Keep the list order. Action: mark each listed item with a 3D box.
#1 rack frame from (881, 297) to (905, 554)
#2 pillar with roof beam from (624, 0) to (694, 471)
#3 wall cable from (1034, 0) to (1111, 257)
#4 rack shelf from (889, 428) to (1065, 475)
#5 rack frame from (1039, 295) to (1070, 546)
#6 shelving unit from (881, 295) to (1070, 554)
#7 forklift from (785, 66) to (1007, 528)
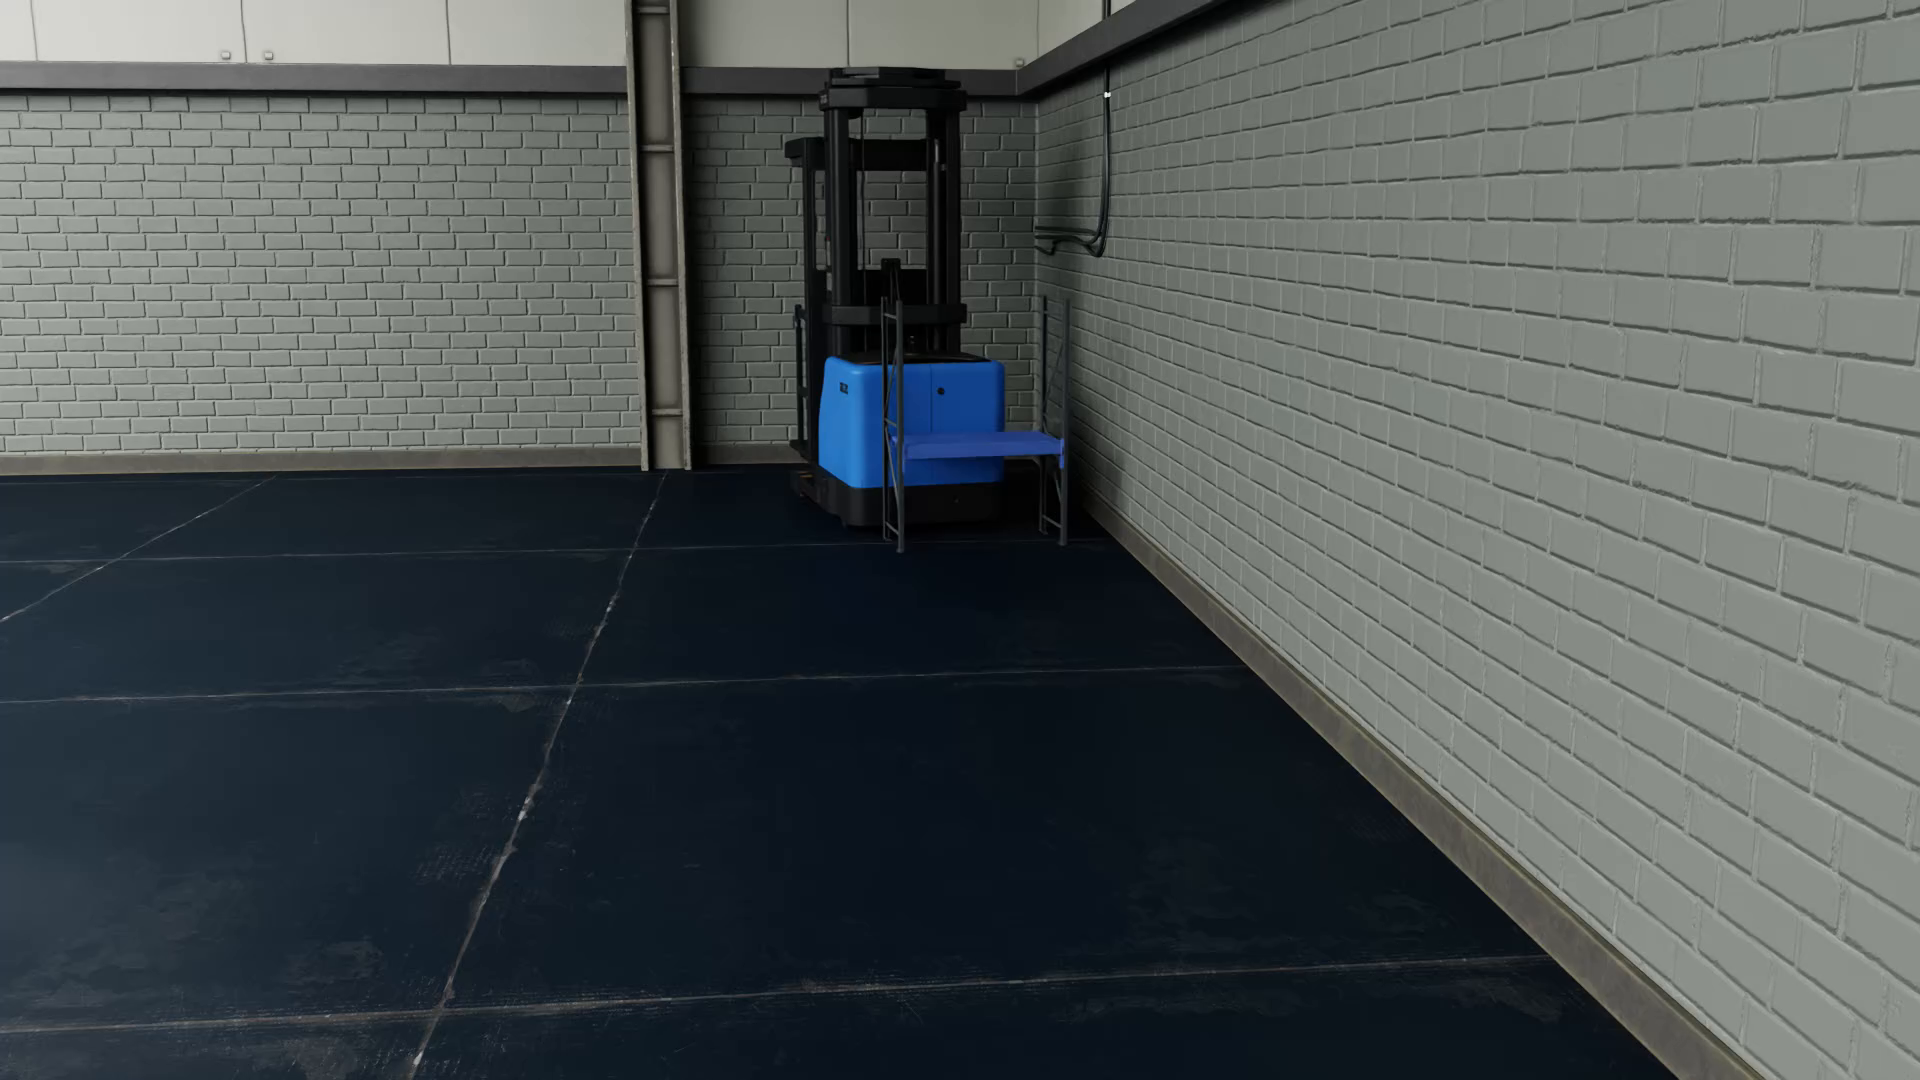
[{"bbox_3d":[-0.406,-0.700,10.039,0.032,1.500,0.500,-3,11,-14],"label":"rack frame"},{"bbox_3d":[-1.876,-4.174,8.270,0.400,9.000,9.100,-1,11,-6],"label":"pillar with roof beam"},{"bbox_3d":[0.731,-3.283,11.791,0.112,2.526,3.097,-1,11,-6],"label":"wall cable"},{"bbox_3d":[0.087,-0.547,10.193,1.000,0.185,0.538,-3,11,-14],"label":"rack shelf"},{"bbox_3d":[0.581,-0.746,10.277,0.032,1.500,0.500,-3,11,-14],"label":"rack frame"},{"bbox_3d":[0.087,-0.723,10.158,1.048,1.500,0.538,-3,11,-14],"label":"shelving unit"},{"bbox_3d":[-0.601,-1.757,11.708,1.130,2.935,3.031,-3,12,-16],"label":"forklift"}]
